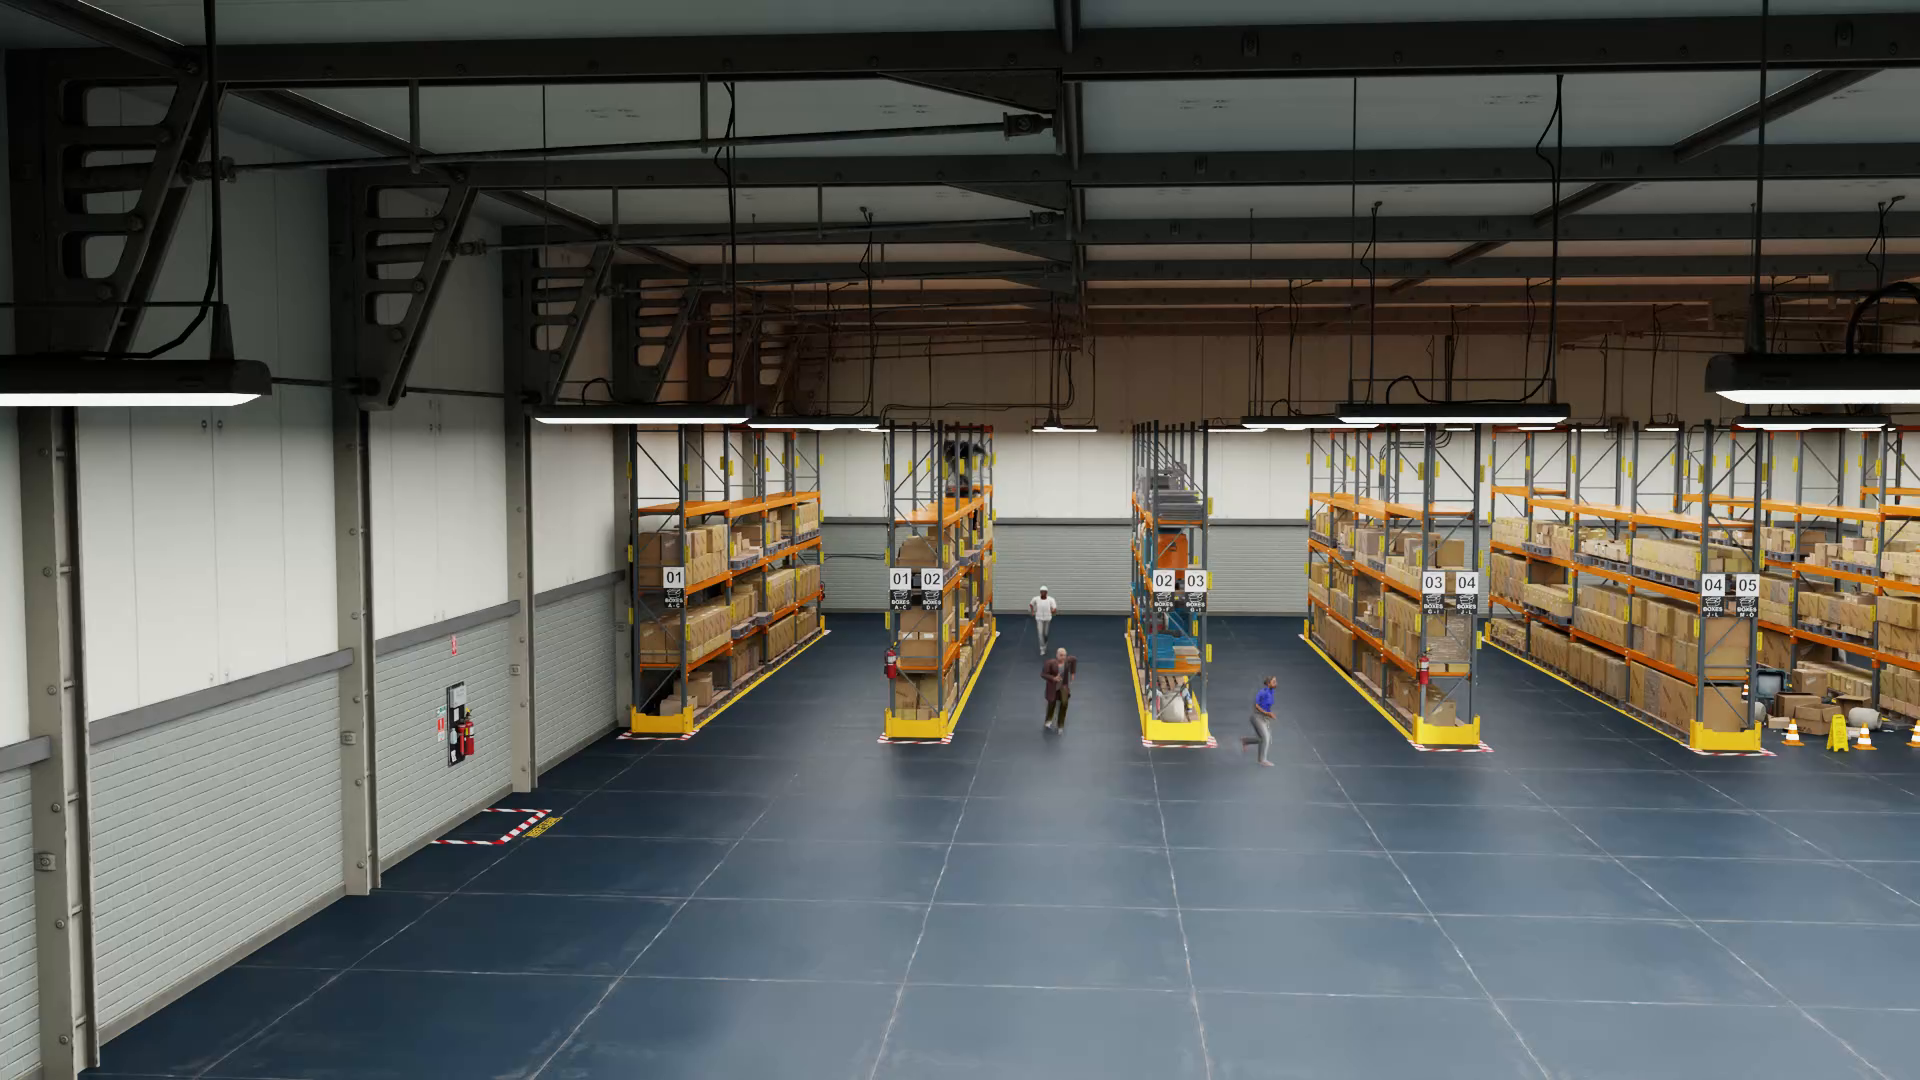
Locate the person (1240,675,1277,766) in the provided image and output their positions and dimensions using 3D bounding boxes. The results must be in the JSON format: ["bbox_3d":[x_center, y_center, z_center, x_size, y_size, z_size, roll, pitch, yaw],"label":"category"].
[{"bbox_3d":[5.177,3.116,28.861,0.717,1.599,0.539,3,5,39],"label":"person"}]

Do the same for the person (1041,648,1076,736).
[{"bbox_3d":[1.863,2.842,31.919,0.751,1.634,1.072,-1,4,-13],"label":"person"}]

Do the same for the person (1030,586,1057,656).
[{"bbox_3d":[2.184,2.086,43.472,0.699,1.774,0.972,0,4,0],"label":"person"}]

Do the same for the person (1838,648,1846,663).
[{"bbox_3d":[21.675,2.233,41.345,0.671,1.825,0.901,0,4,4],"label":"person"}]
